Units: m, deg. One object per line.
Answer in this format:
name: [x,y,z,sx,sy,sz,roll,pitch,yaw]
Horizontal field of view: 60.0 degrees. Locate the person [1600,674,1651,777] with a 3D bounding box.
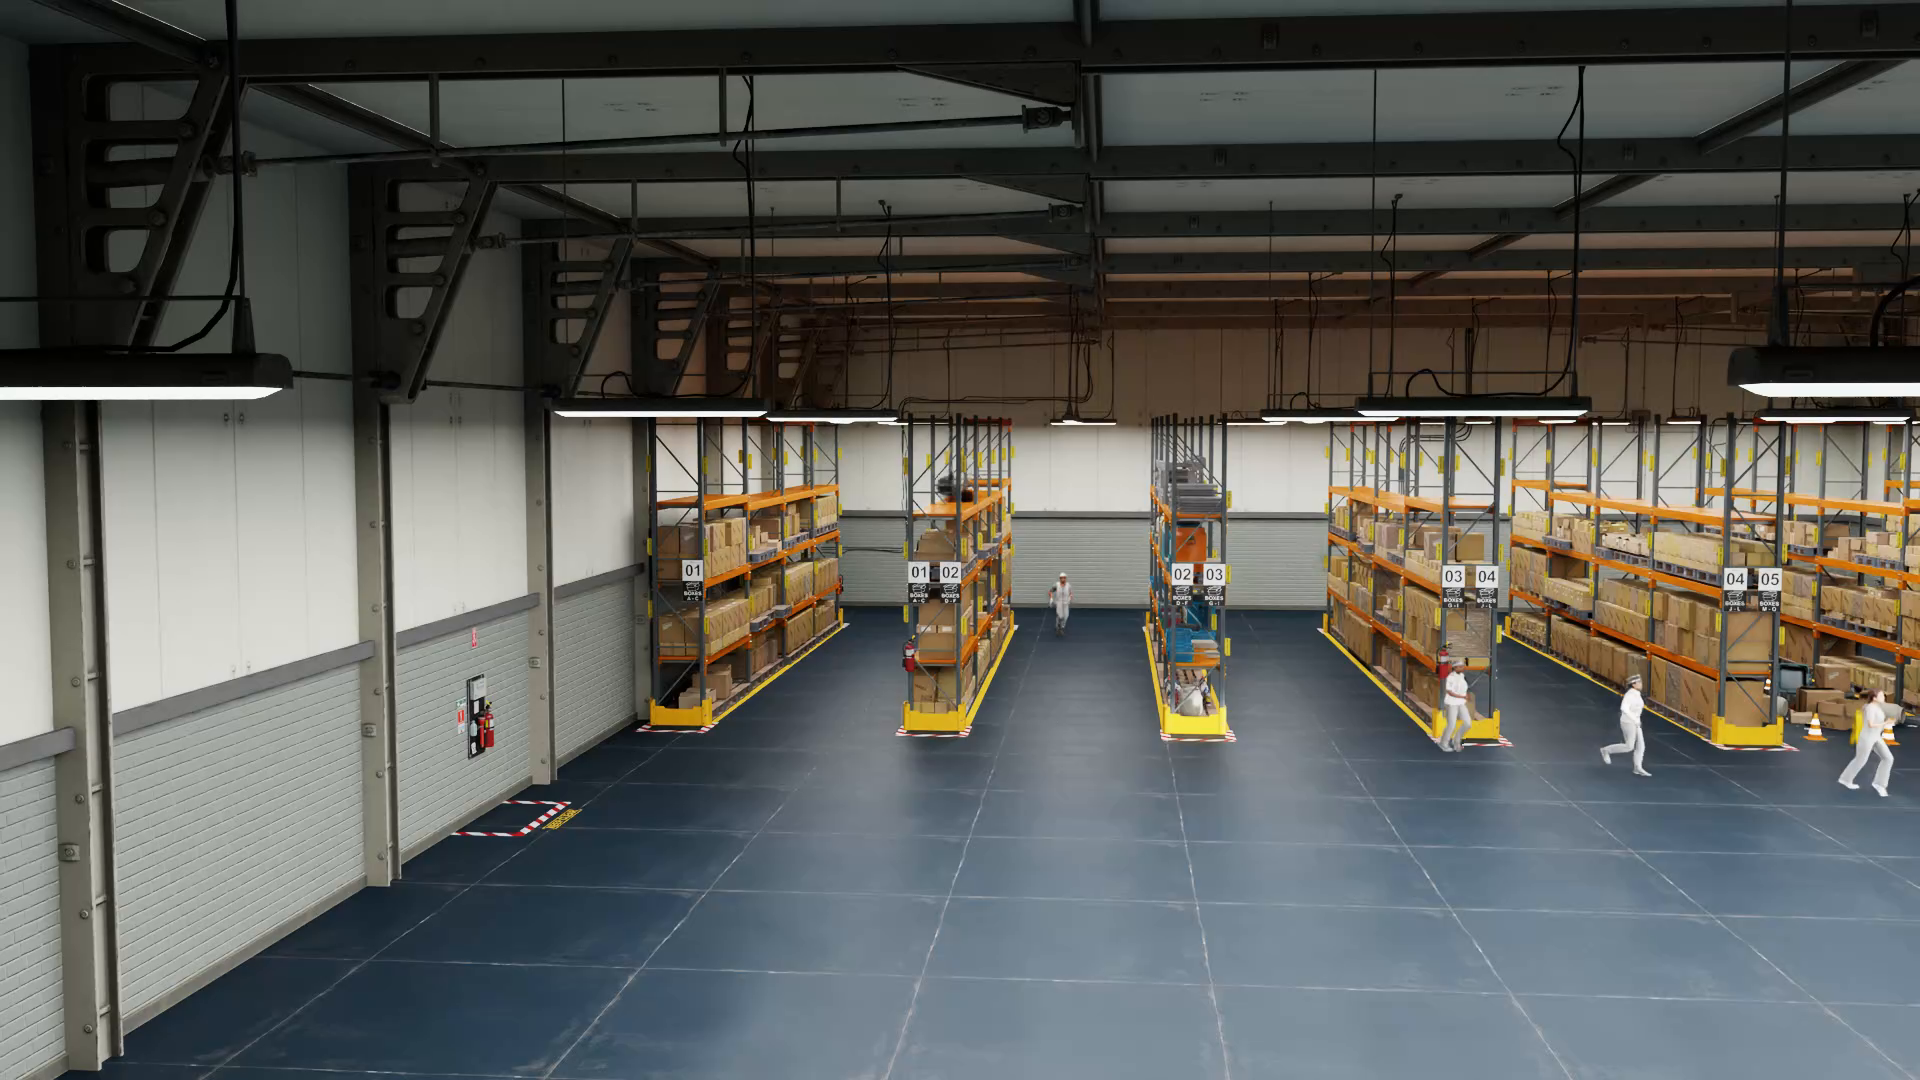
person: [11.076,3.046,27.585,0.812,1.681,0.643,3,5,34]

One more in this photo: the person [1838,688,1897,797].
person: [14.166,3.151,25.952,0.534,1.727,0.814,-3,5,-40]

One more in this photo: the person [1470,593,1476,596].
person: [14.233,1.795,46.450,0.792,1.582,0.544,-3,5,-41]

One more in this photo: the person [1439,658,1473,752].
person: [8.778,2.927,29.309,0.593,1.725,0.679,-3,5,-37]

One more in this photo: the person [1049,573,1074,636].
person: [2.796,1.767,45.546,0.654,1.741,0.738,-1,4,-11]
